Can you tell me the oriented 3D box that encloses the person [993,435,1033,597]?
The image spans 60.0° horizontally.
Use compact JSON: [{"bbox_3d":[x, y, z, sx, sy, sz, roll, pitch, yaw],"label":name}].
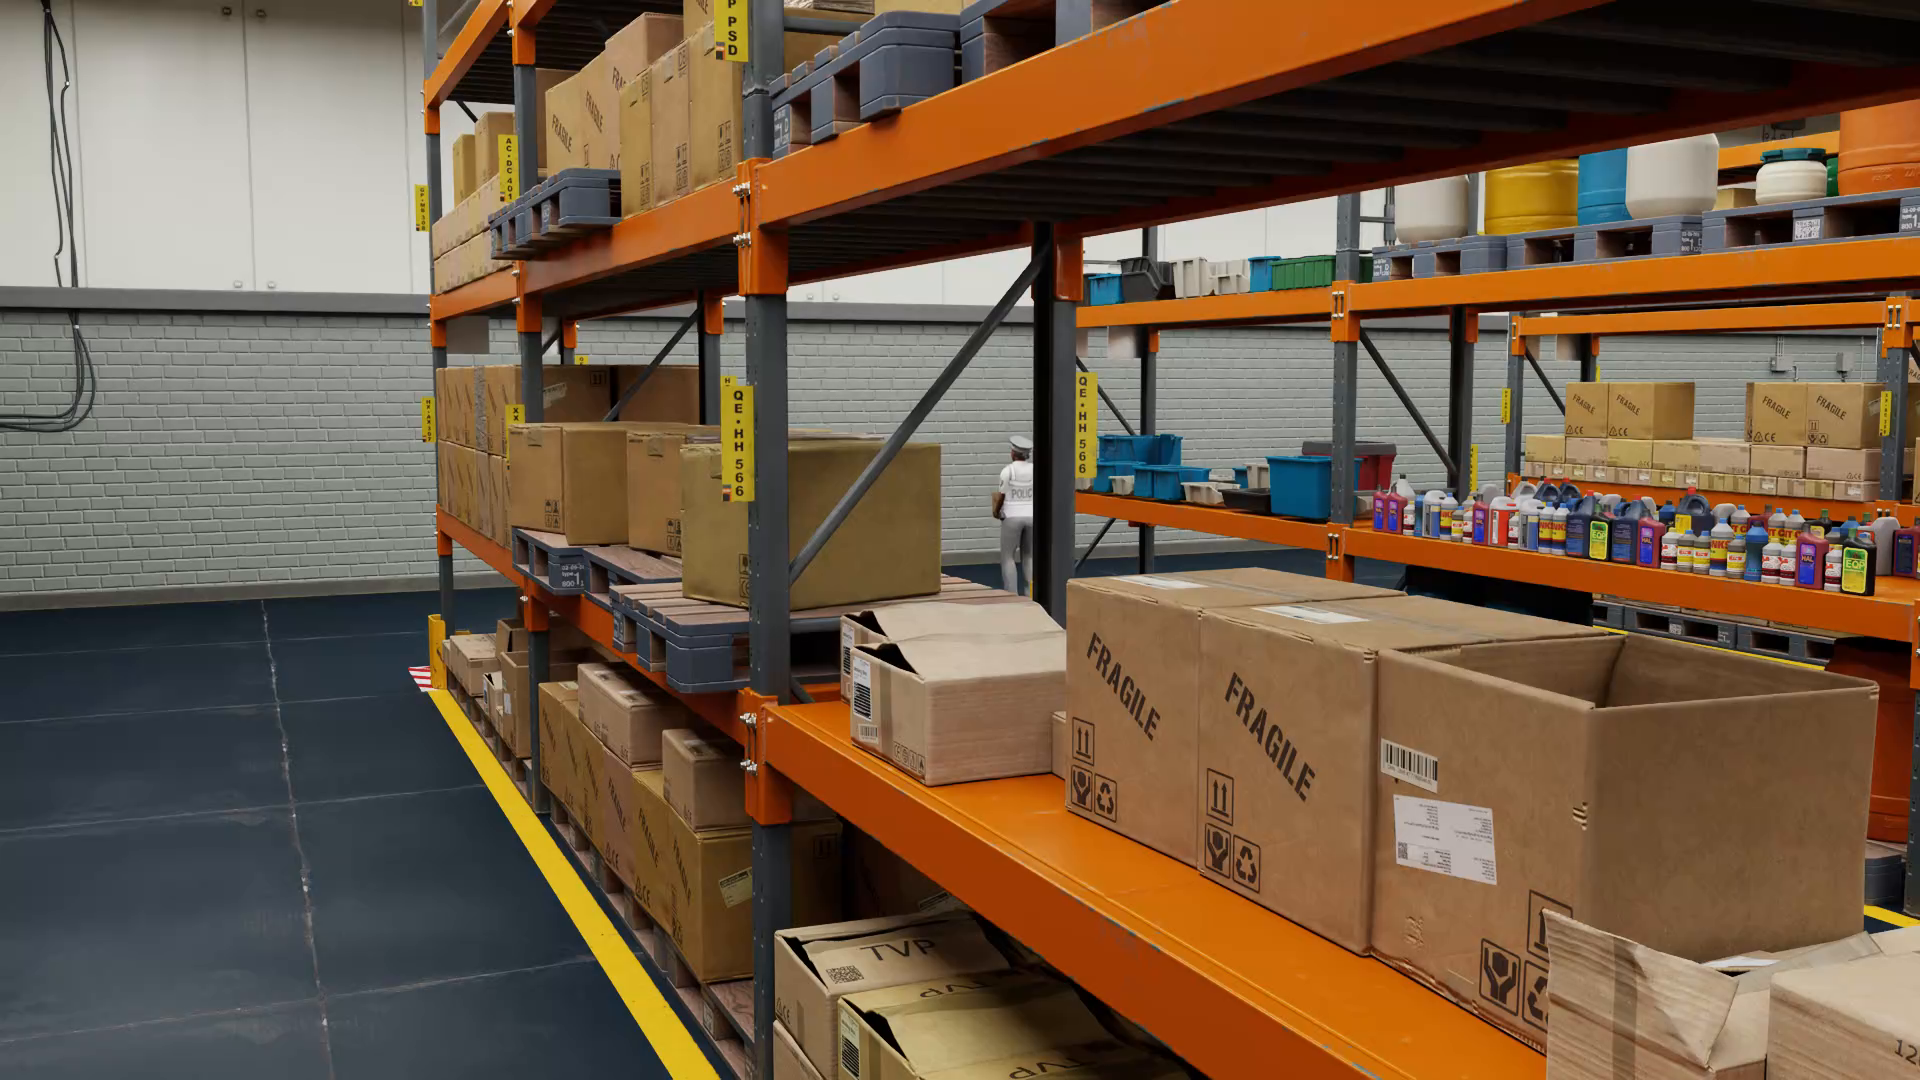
[{"bbox_3d":[0.557,-0.188,16.342,0.451,1.689,0.527,-2,6,-23],"label":"person"}]
